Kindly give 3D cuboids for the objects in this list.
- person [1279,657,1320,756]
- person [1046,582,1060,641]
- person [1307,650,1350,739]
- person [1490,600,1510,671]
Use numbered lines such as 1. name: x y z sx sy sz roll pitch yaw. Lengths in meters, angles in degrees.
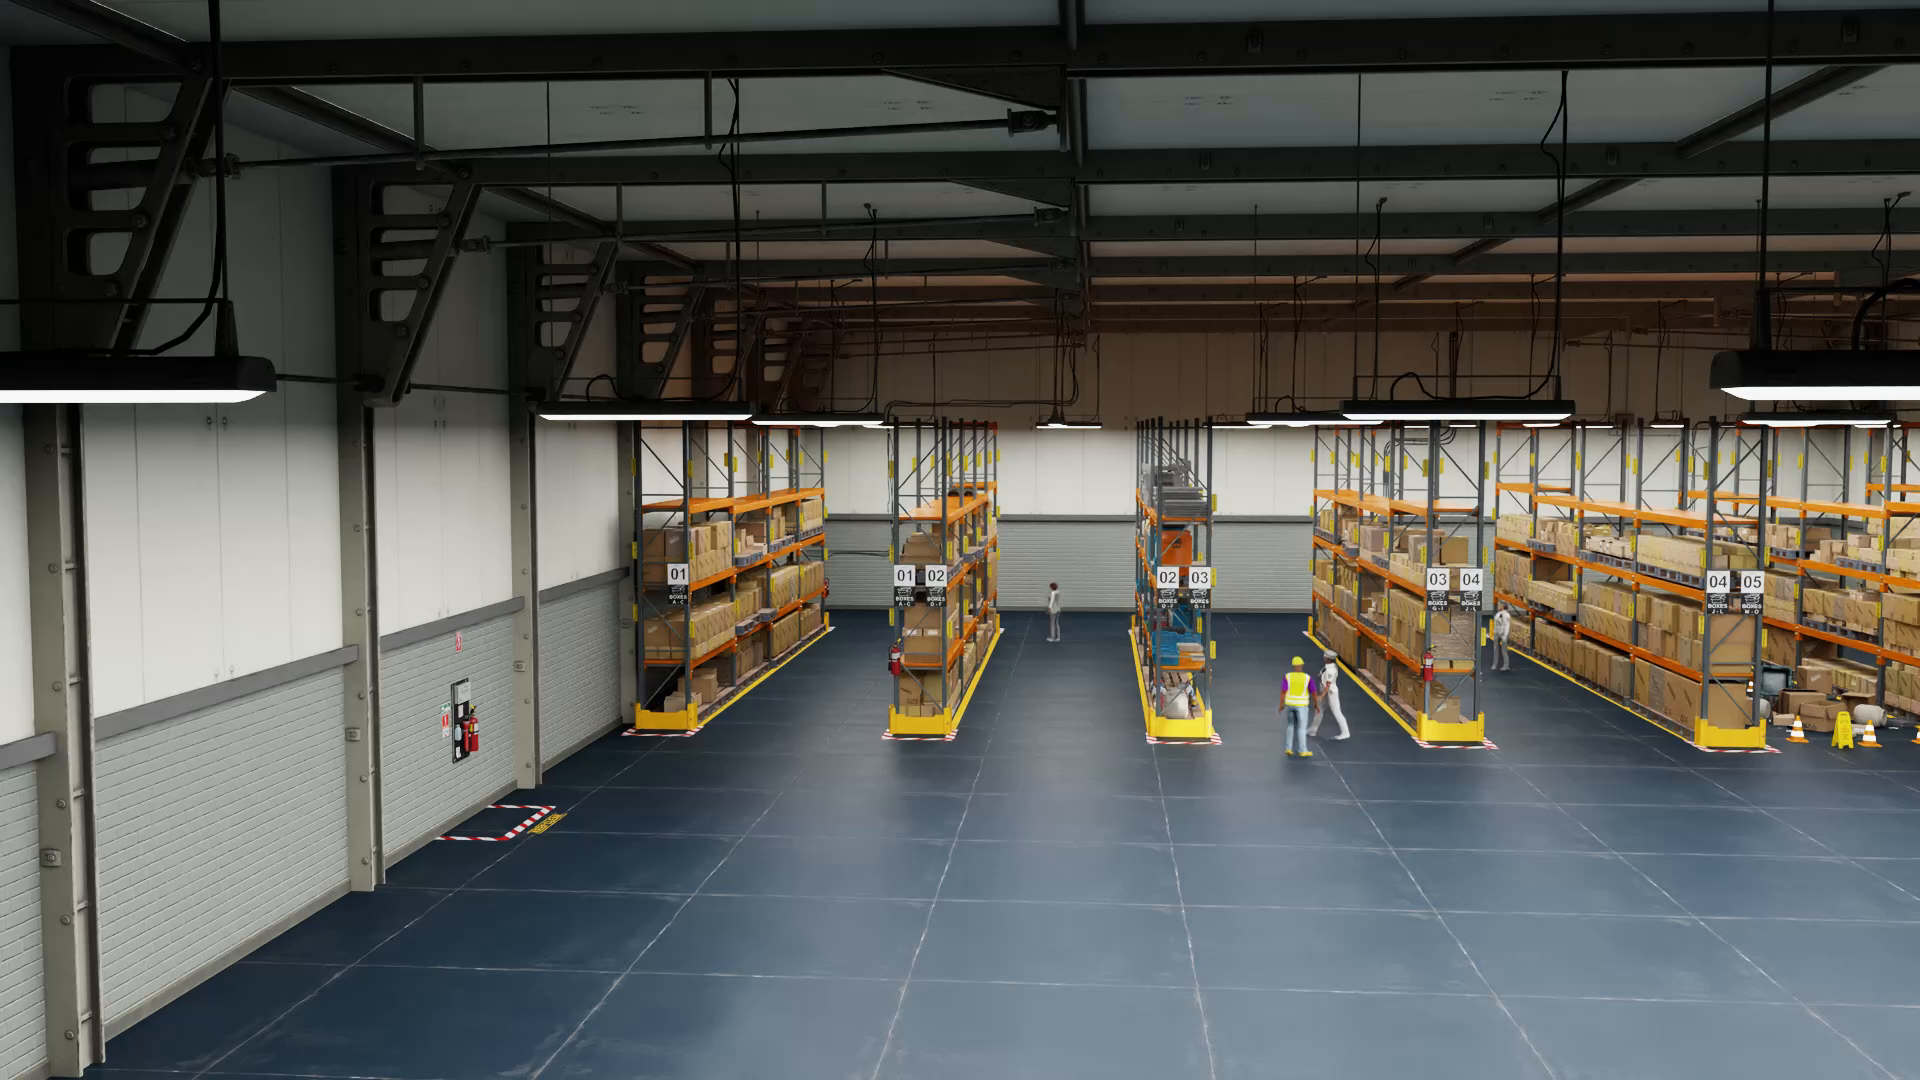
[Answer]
1. person: 5.969 2.941 29.264 0.619 1.812 0.553 3 5 39
2. person: 2.511 1.946 44.894 0.365 1.603 0.430 2 4 24
3. person: 6.821 2.862 31.019 0.802 1.648 0.580 0 4 -4
4. person: 13.007 2.280 39.981 0.375 1.694 0.525 -2 4 -34
